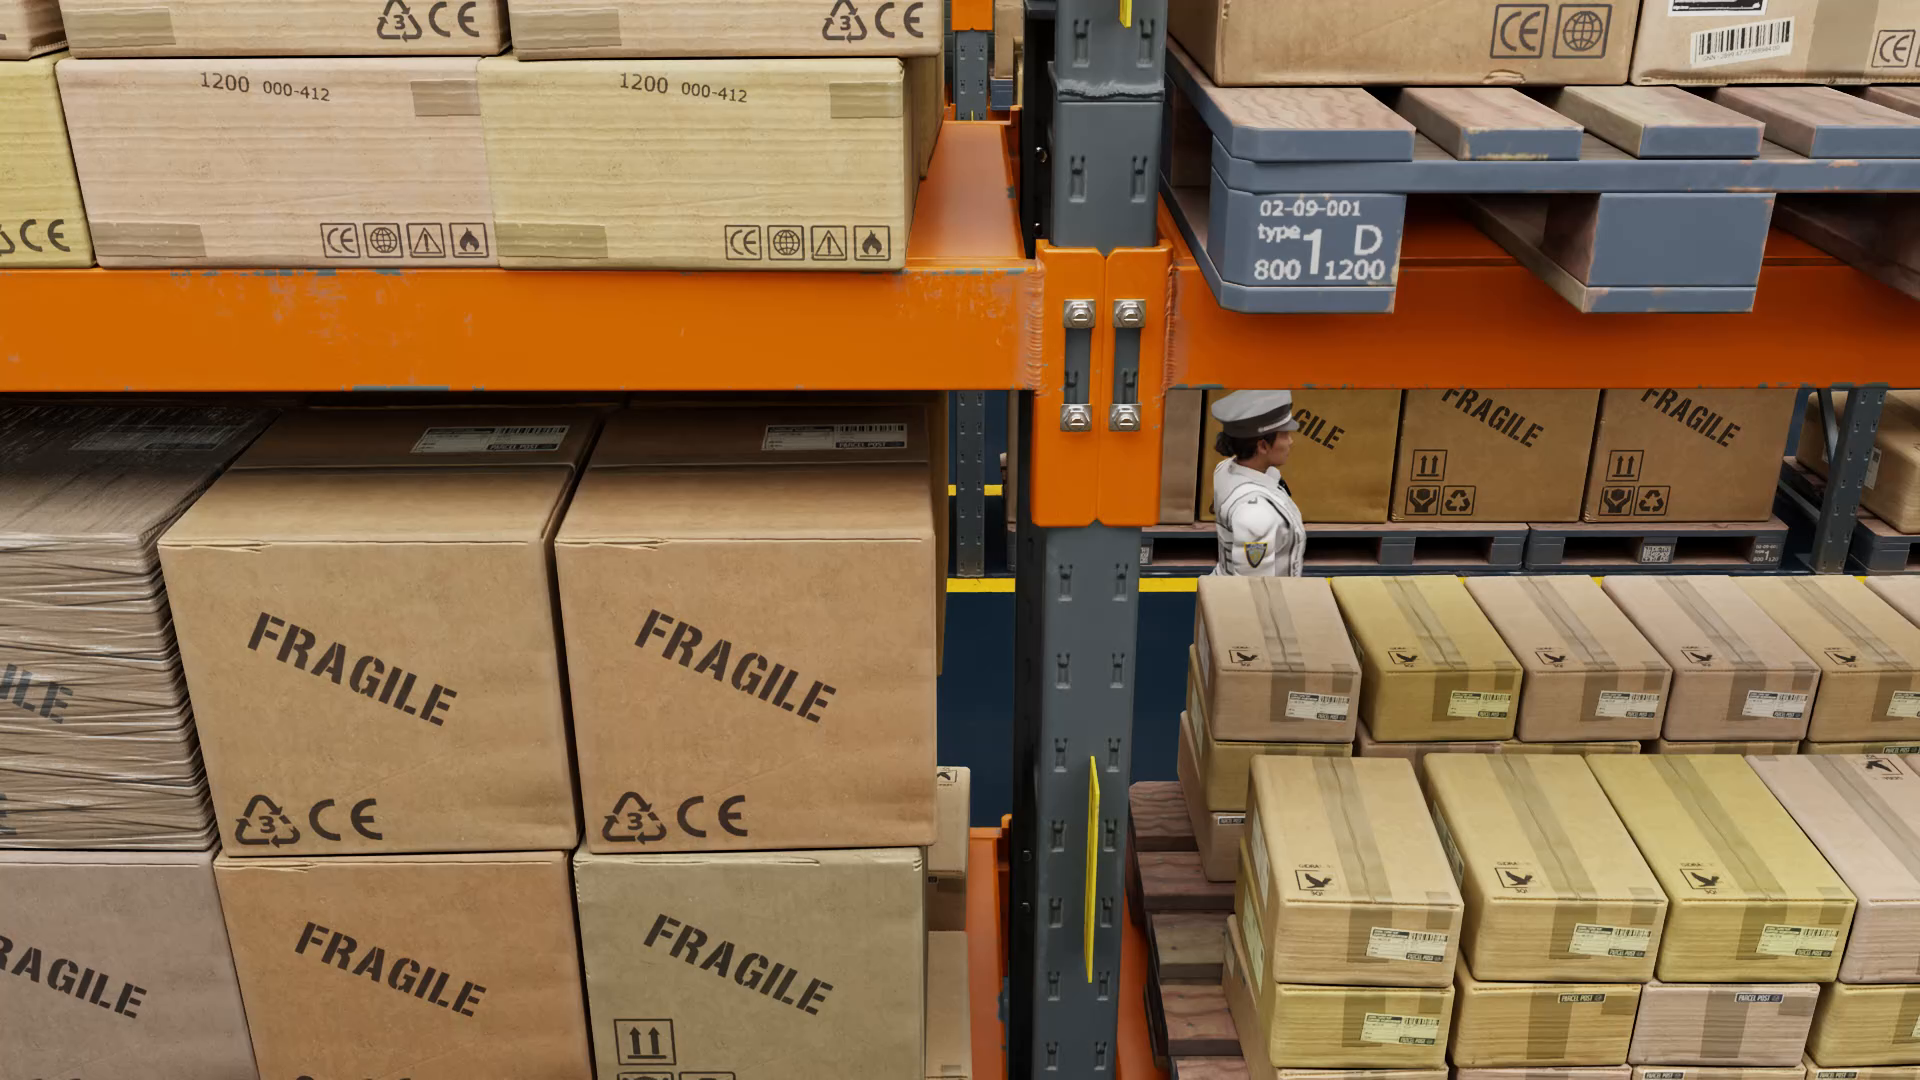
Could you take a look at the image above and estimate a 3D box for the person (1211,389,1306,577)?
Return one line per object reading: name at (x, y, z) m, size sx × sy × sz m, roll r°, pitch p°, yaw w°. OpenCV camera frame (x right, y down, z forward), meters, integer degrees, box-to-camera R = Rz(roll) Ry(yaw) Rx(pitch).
person at (0.942, 0.297, 5.425) m, size 0.338 × 1.682 × 0.468 m, roll 0°, pitch 24°, yaw 0°
